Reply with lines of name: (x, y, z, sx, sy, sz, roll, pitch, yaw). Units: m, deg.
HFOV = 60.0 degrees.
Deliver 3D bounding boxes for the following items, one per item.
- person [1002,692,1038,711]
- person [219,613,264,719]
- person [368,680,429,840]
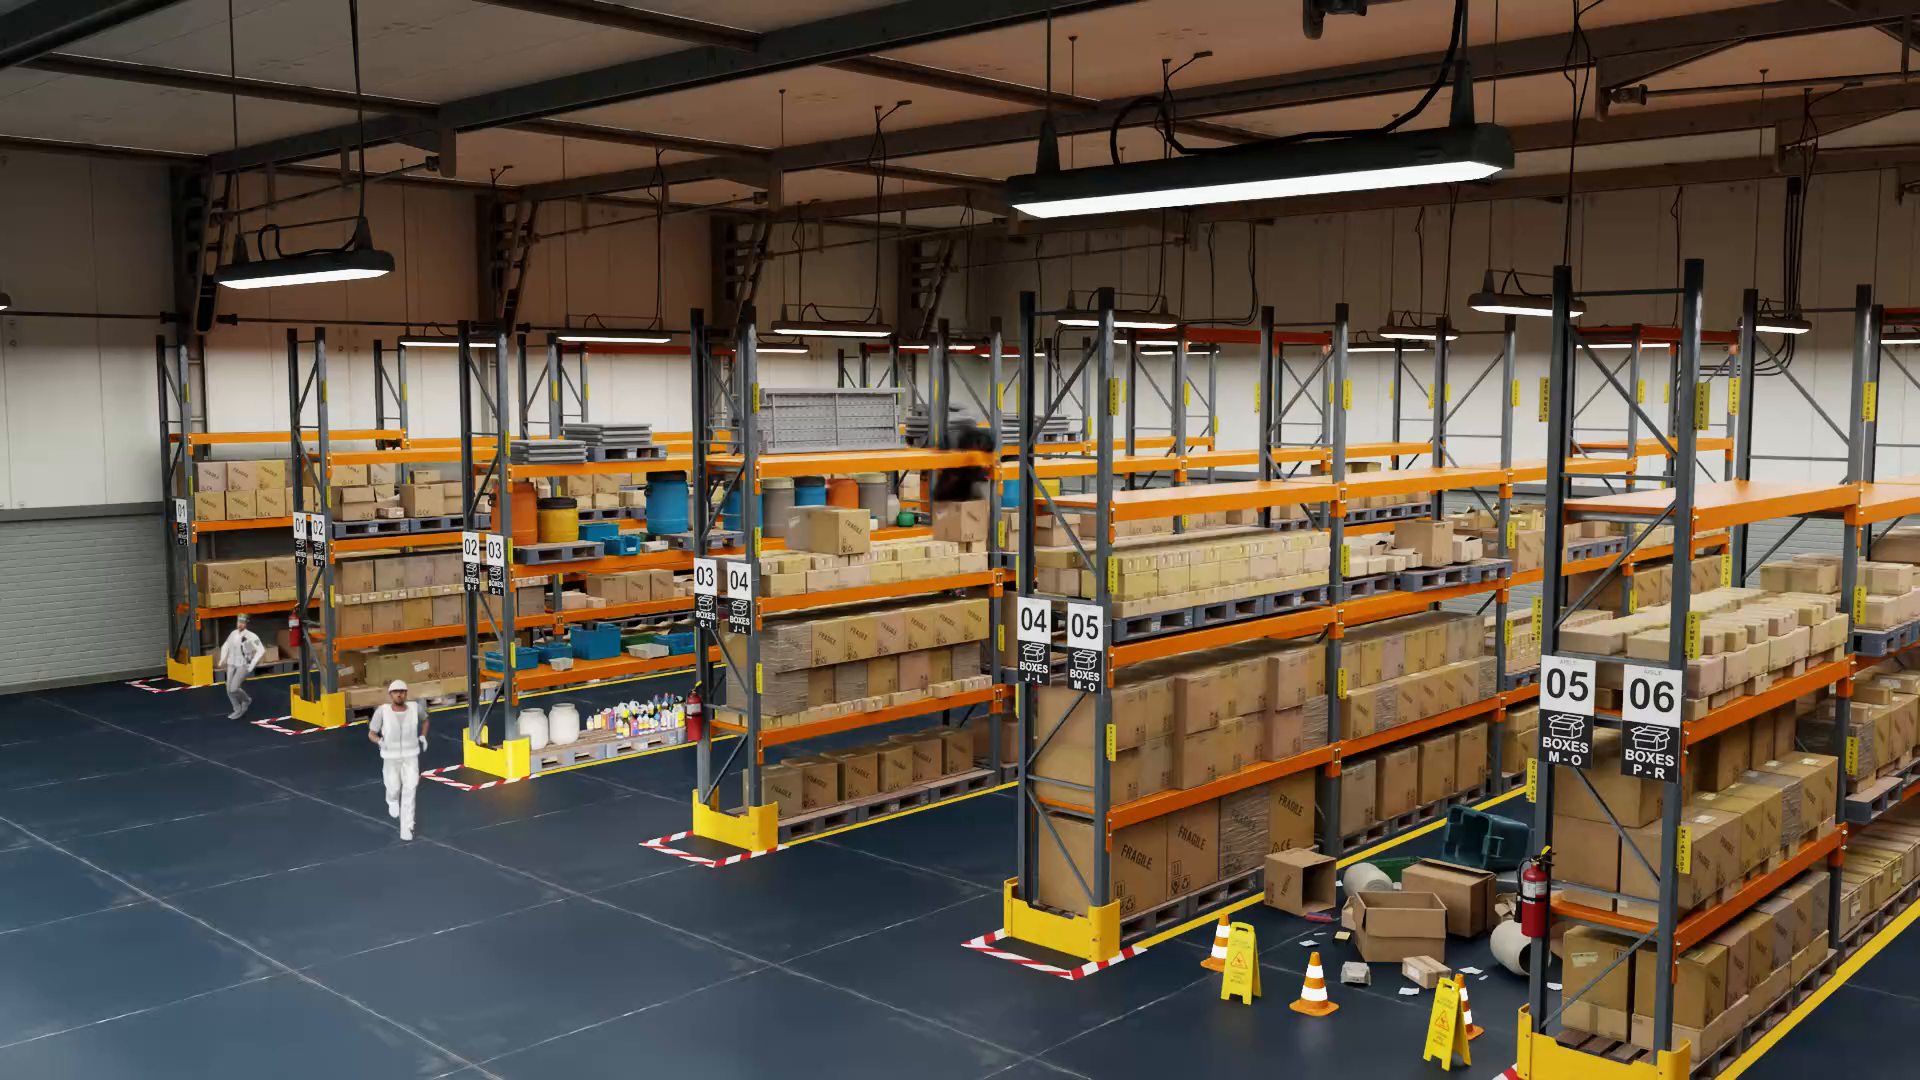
person: (0.908, 1.850, 24.676, 0.599, 1.685, 0.823, 5, 7, 43)
person: (-11.102, 1.946, 25.640, 0.687, 1.649, 0.480, 1, 6, 14)
person: (-6.421, 2.484, 19.090, 0.682, 1.772, 0.940, -2, 6, -23)
